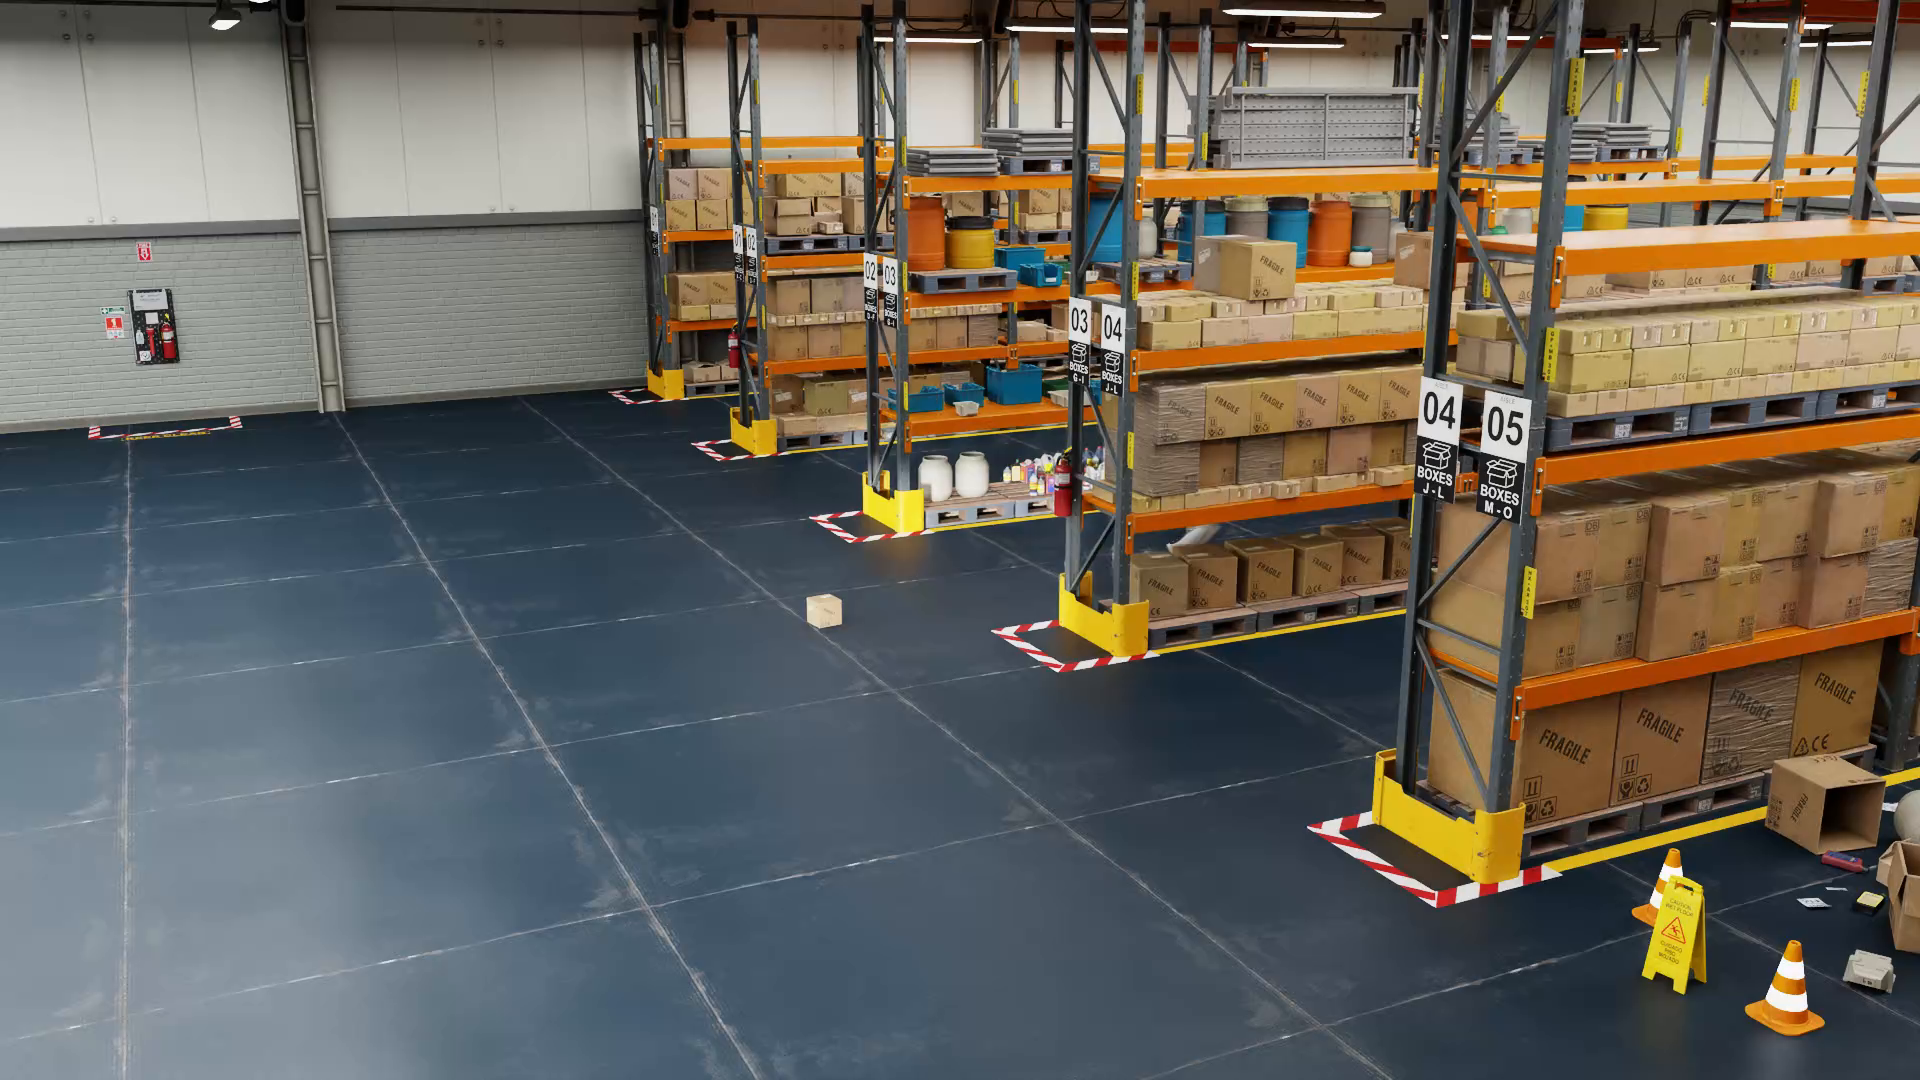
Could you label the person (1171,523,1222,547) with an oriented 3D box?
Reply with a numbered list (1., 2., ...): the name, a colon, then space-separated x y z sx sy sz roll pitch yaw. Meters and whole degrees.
1. person: 2.504 -0.516 17.745 0.574 1.766 0.594 -5 16 -19
